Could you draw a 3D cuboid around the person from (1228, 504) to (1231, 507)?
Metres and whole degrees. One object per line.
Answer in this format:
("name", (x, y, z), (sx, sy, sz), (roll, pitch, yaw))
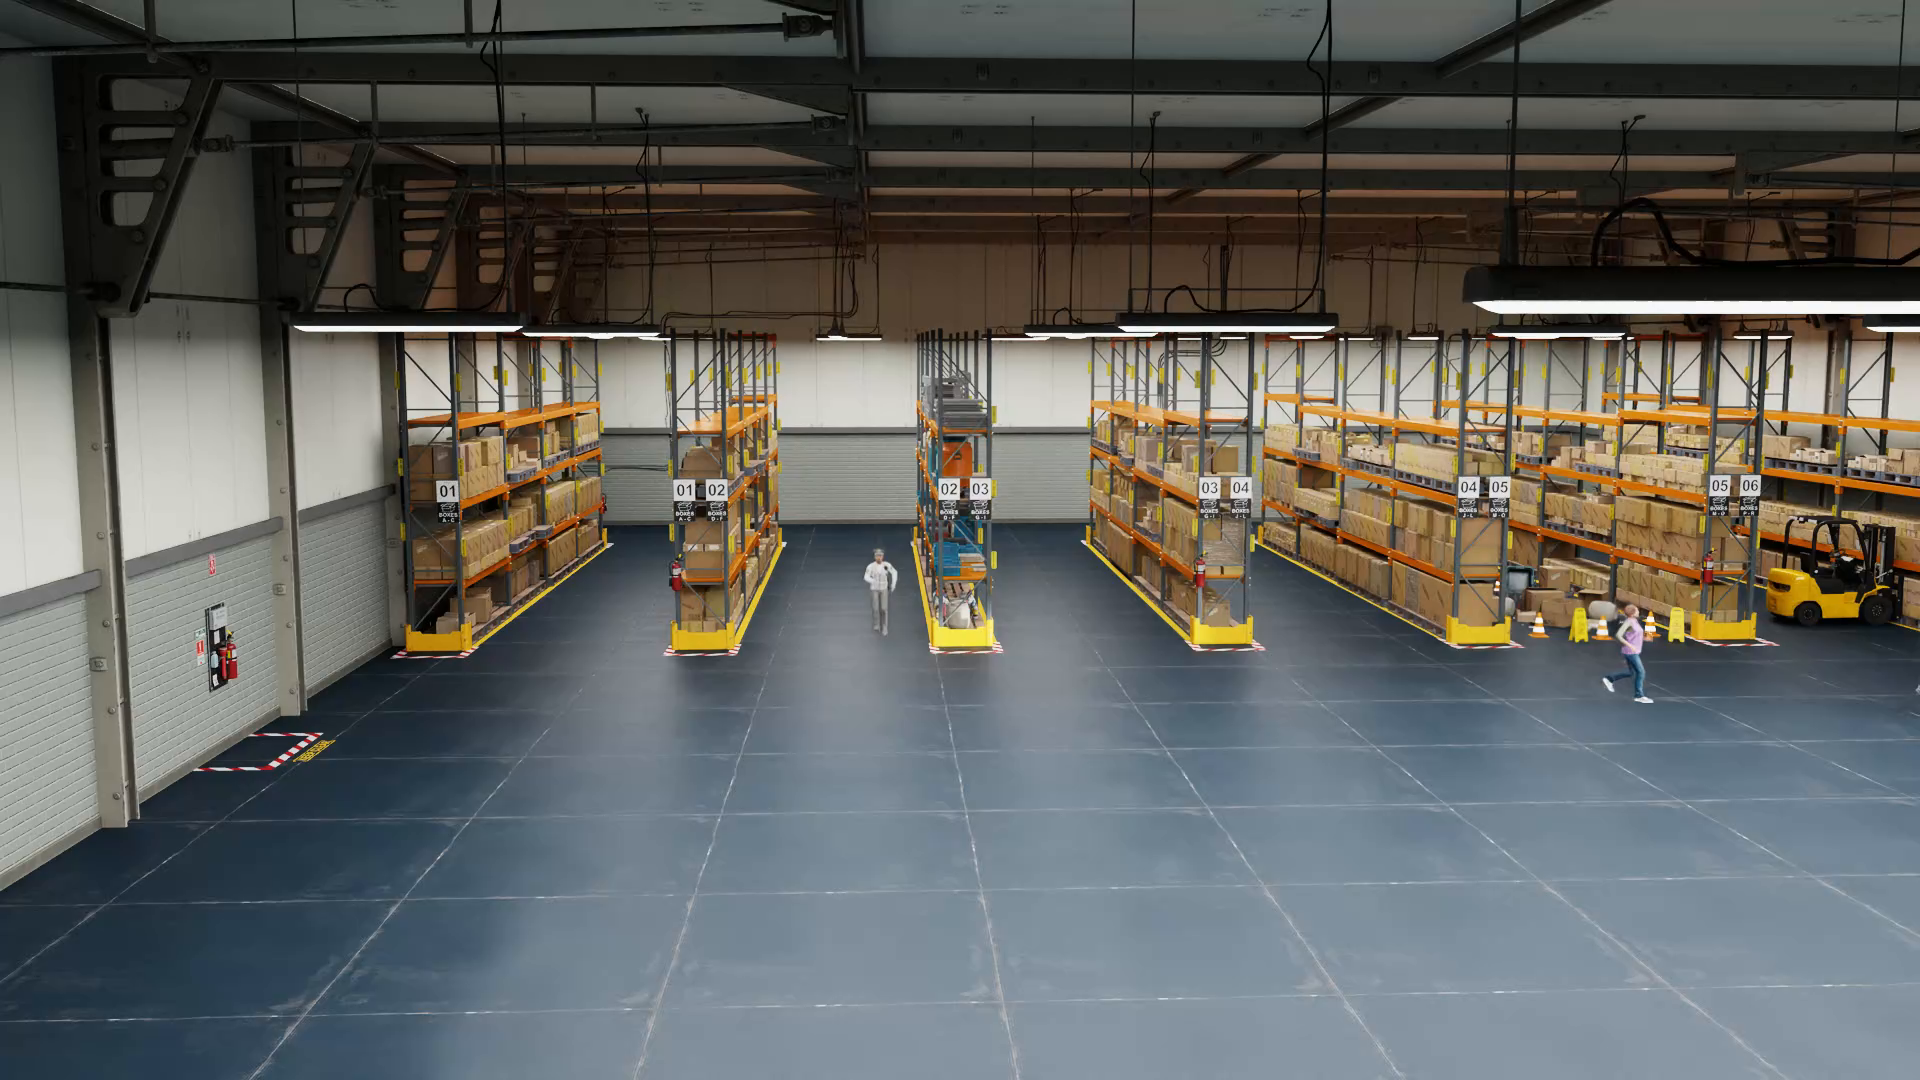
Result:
("person", (7.427, -0.719, 47.764), (0.690, 1.687, 0.615), (4, 8, 29))

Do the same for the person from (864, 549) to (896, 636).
("person", (-1.576, 1.037, 32.854), (0.632, 1.764, 0.722), (0, 7, -2))

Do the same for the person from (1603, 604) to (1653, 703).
("person", (10.726, 1.850, 26.665), (0.805, 1.477, 0.548), (5, 8, 34))

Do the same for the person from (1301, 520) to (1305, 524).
("person", (10.097, -0.909, 49.089), (0.743, 1.706, 0.797), (-3, 7, -26))
